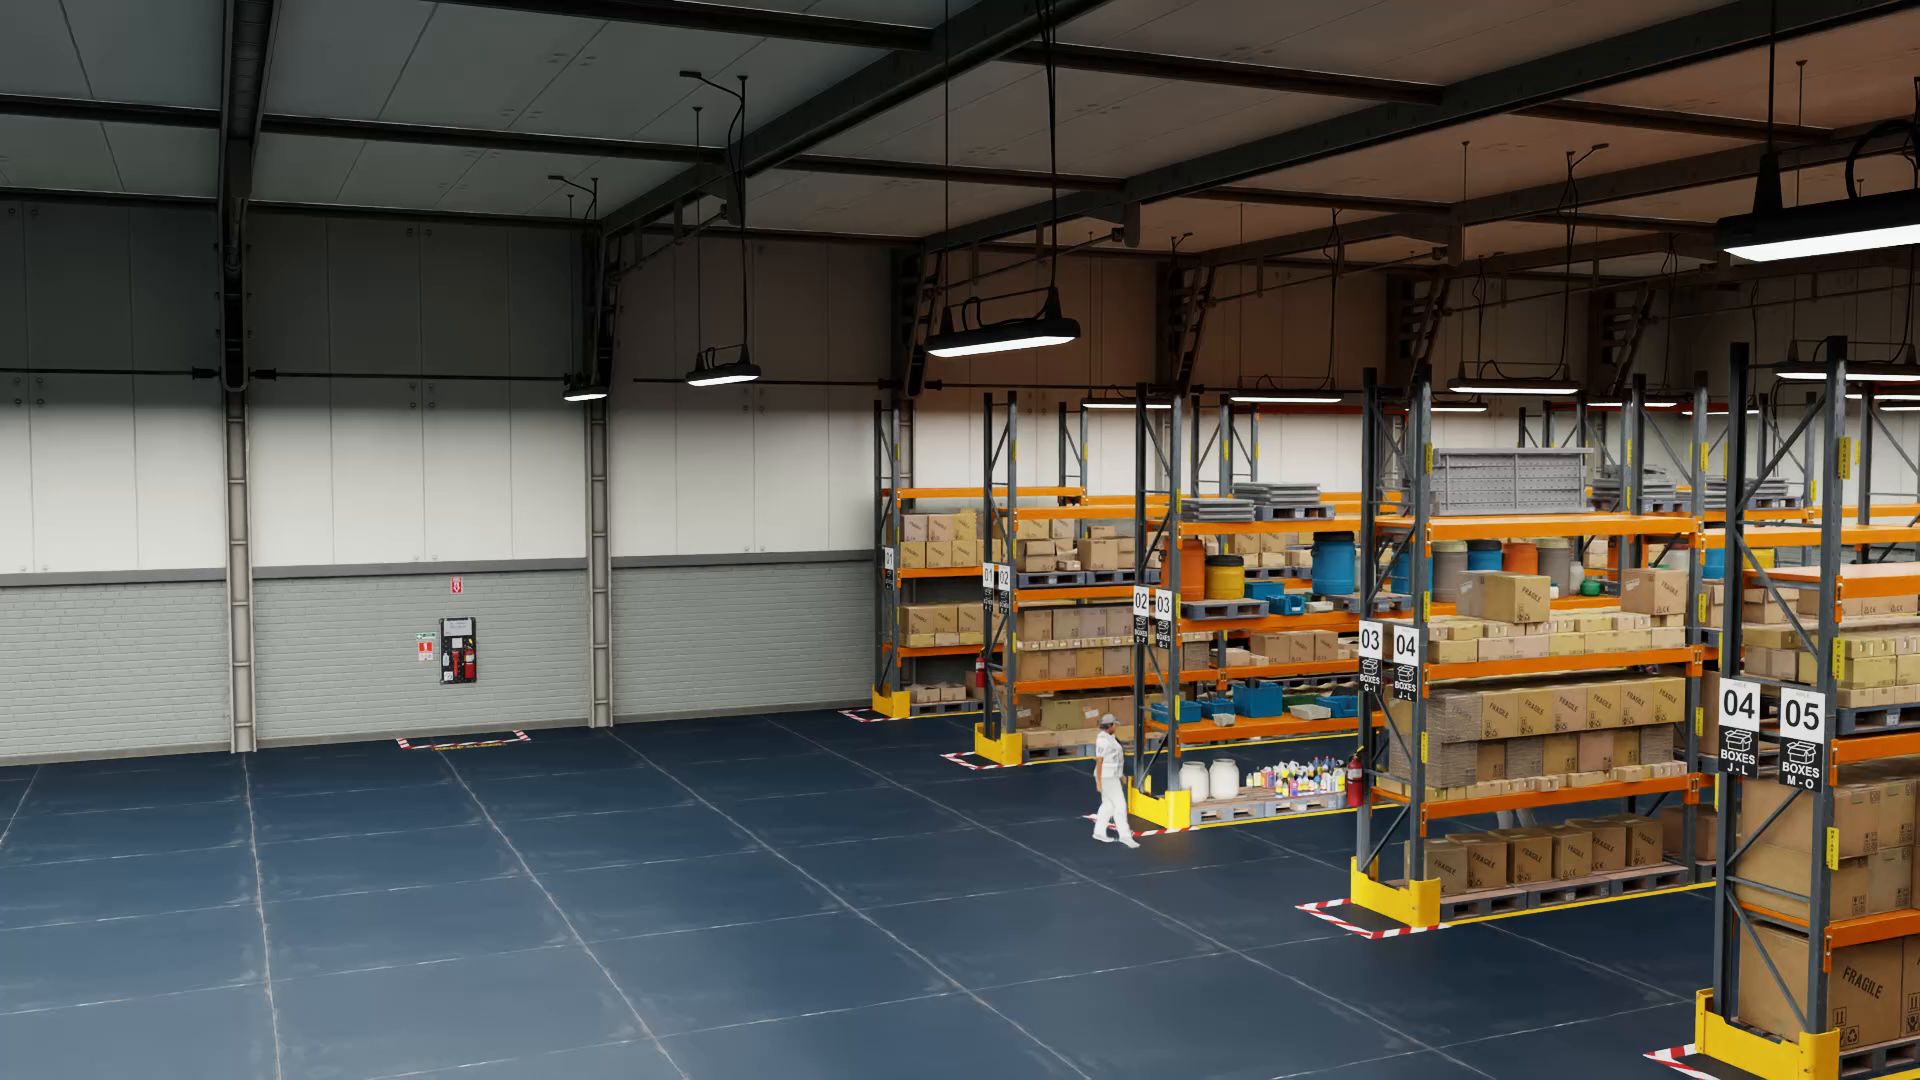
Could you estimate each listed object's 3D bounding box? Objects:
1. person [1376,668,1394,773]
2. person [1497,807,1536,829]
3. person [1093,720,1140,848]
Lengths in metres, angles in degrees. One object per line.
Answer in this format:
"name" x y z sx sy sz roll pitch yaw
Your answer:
"person" 6.702 2.818 25.776 0.550 1.713 1.063 -1 4 -22
"person" 6.989 3.103 20.933 0.581 1.771 0.580 -1 3 -12
"person" 2.038 3.101 21.506 0.641 1.665 0.499 1 3 13
